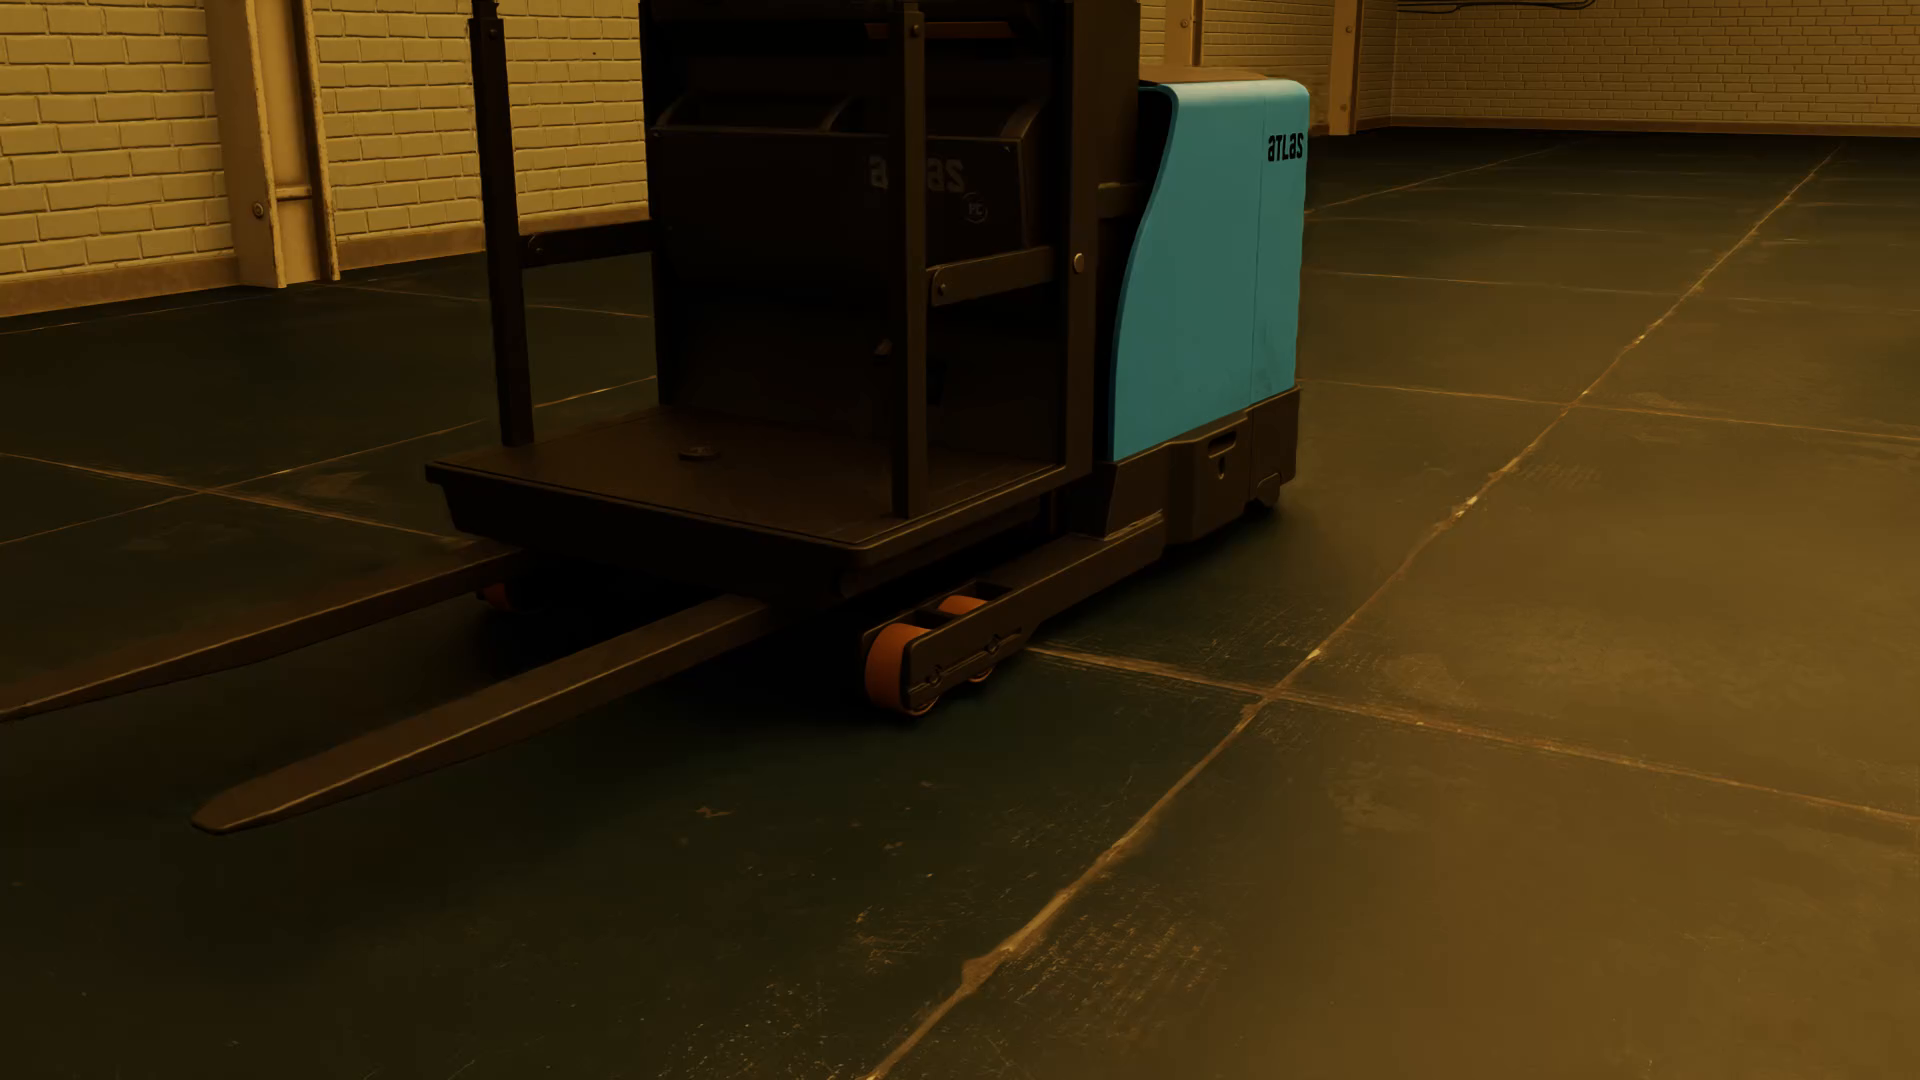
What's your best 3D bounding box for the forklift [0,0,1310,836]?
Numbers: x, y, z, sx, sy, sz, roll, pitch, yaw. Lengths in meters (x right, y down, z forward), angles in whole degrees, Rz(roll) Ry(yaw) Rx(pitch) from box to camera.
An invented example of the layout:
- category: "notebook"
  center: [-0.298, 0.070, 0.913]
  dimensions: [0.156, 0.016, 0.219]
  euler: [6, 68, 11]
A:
- category: "forklift"
  center: [-0.355, -1.243, 3.072]
  dimensions: [1.130, 2.935, 3.031]
  euler: [11, 19, 32]
